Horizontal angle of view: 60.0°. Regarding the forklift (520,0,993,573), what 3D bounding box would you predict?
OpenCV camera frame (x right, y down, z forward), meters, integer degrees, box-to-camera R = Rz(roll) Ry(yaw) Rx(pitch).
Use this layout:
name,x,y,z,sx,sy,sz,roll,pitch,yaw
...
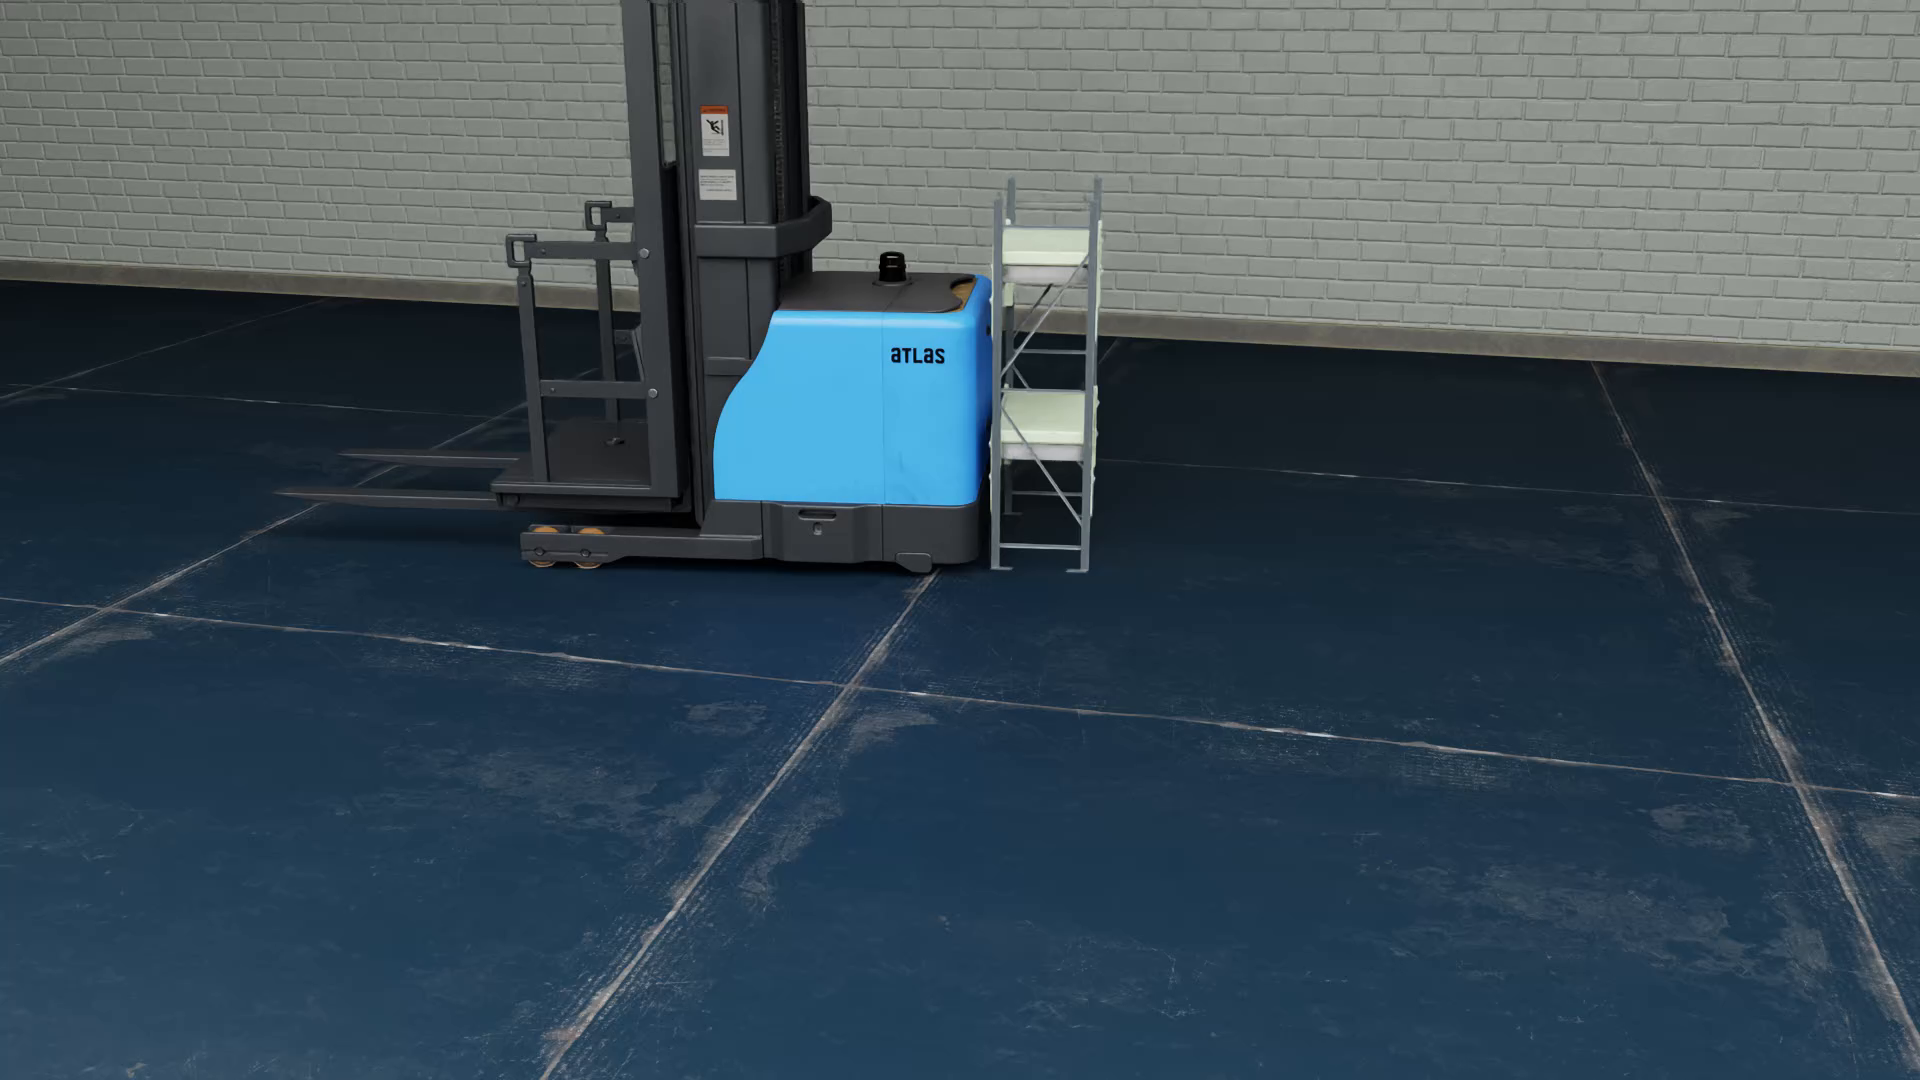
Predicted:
name,x,y,z,sx,sy,sz,roll,pitch,yaw
forklift,-1.389,-1.435,6.854,3.031,2.935,1.130,2,19,5

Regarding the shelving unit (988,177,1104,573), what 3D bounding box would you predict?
name,x,y,z,sx,sy,sz,roll,pitch,yaw
shelving unit,0.364,-0.702,6.923,0.431,1.500,0.755,2,19,5

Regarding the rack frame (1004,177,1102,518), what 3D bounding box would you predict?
name,x,y,z,sx,sy,sz,roll,pitch,yaw
rack frame,0.399,-0.820,7.267,0.400,1.500,0.023,2,19,5

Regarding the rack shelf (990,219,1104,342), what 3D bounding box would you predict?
name,x,y,z,sx,sy,sz,roll,pitch,yaw
rack shelf,0.364,-1.072,6.796,0.431,0.370,0.720,2,19,5

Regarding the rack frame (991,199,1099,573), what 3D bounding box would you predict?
name,x,y,z,sx,sy,sz,roll,pitch,yaw
rack frame,0.328,-0.585,6.578,0.400,1.500,0.023,2,19,5

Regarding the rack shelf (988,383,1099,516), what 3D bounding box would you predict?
name,x,y,z,sx,sy,sz,roll,pitch,yaw
rack shelf,0.363,-0.394,7.028,0.431,0.370,0.720,2,19,5
